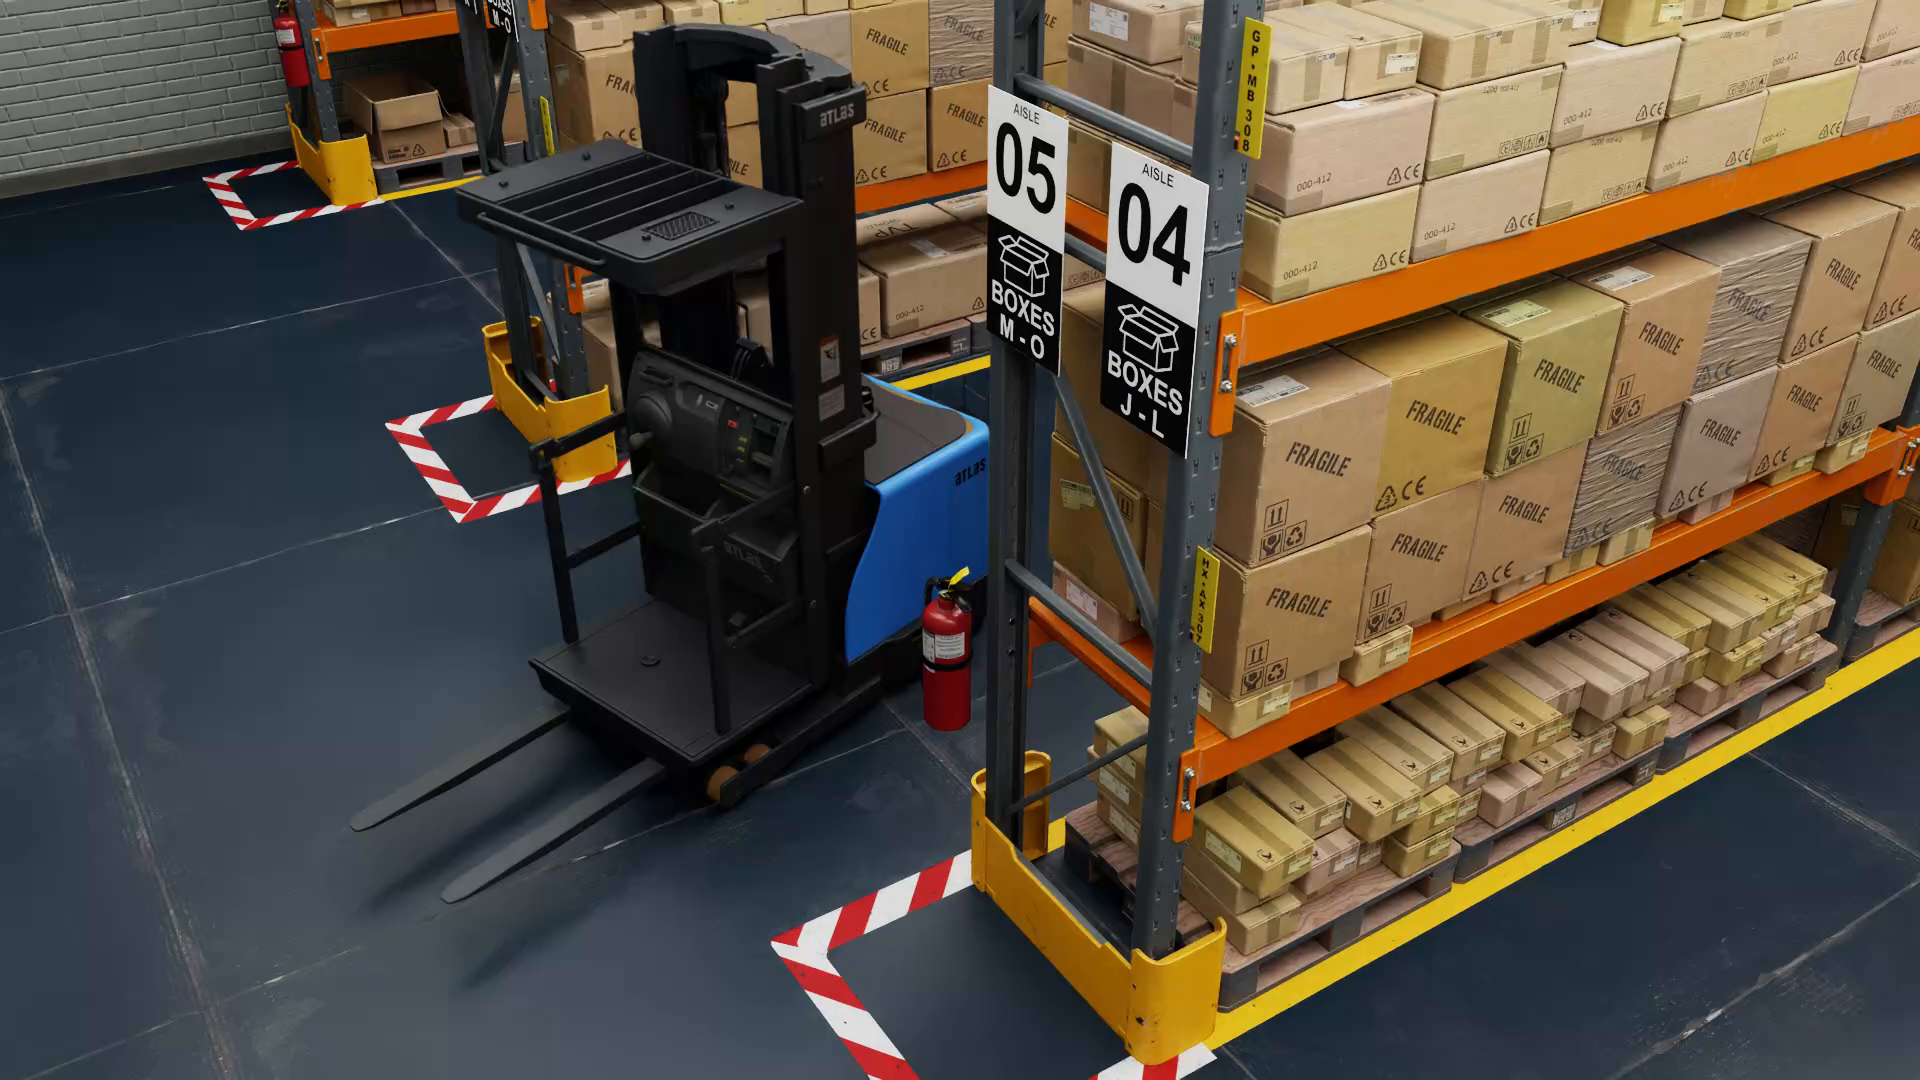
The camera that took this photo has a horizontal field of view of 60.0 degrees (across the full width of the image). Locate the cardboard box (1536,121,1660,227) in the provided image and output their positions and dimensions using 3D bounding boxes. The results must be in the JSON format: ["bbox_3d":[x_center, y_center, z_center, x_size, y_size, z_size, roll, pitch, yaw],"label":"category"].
[{"bbox_3d":[1.803,-1.227,5.213,0.500,0.250,0.500,-20,37,-29],"label":"cardboard box"}]

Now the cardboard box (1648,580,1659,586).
[{"bbox_3d":[2.951,0.205,7.612,0.250,0.149,0.380,-19,37,-28],"label":"cardboard box"}]

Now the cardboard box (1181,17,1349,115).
[{"bbox_3d":[0.812,-1.279,4.452,0.250,0.149,0.380,-19,37,-28],"label":"cardboard box"}]

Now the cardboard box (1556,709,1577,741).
[{"bbox_3d":[2.298,0.684,6.853,0.250,0.149,0.380,-17,36,-25],"label":"cardboard box"}]

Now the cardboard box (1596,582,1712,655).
[{"bbox_3d":[2.961,0.345,7.113,0.250,0.149,0.380,-18,36,-26],"label":"cardboard box"}]

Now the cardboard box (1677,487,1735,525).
[{"bbox_3d":[2.808,-0.235,6.547,0.250,0.149,0.380,-21,38,-29],"label":"cardboard box"}]

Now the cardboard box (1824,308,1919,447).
[{"bbox_3d":[3.524,-0.760,6.770,0.500,0.500,0.500,-19,37,-27],"label":"cardboard box"}]

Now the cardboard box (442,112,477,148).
[{"bbox_3d":[-4.100,-3.329,13.494,0.250,0.149,0.380,-21,38,-29],"label":"cardboard box"}]

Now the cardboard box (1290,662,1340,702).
[{"bbox_3d":[1.057,0.366,5.594,0.250,0.149,0.380,-18,36,-26],"label":"cardboard box"}]

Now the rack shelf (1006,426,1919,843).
[{"bbox_3d":[2.097,0.024,6.574,4.000,0.370,1.077,-19,37,-27],"label":"rack shelf"}]

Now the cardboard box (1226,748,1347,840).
[{"bbox_3d":[1.207,0.942,6.166,0.250,0.149,0.380,-18,37,-26],"label":"cardboard box"}]

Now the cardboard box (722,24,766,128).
[{"bbox_3d":[-1.363,-2.521,8.904,0.500,0.500,0.500,-20,37,-29],"label":"cardboard box"}]

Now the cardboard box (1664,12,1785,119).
[{"bbox_3d":[2.219,-1.568,5.285,0.500,0.250,0.500,-20,38,-29],"label":"cardboard box"}]

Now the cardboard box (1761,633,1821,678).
[{"bbox_3d":[3.633,0.436,7.526,0.250,0.149,0.380,-18,37,-27],"label":"cardboard box"}]

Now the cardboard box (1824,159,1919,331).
[{"bbox_3d":[3.529,-1.192,6.518,0.500,0.500,0.500,-20,38,-29],"label":"cardboard box"}]

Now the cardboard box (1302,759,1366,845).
[{"bbox_3d":[1.414,1.000,6.353,0.250,0.149,0.380,-18,37,-27],"label":"cardboard box"}]

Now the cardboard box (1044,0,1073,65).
[{"bbox_3d":[0.333,-3.111,9.839,0.500,0.500,0.500,-20,37,-28],"label":"cardboard box"}]

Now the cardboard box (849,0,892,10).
[{"bbox_3d":[-0.576,-3.040,9.119,0.250,0.149,0.380,-20,37,-28],"label":"cardboard box"}]

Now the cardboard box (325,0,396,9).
[{"bbox_3d":[-4.516,-4.190,12.442,0.500,0.250,0.500,-19,37,-27],"label":"cardboard box"}]

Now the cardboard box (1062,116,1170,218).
[{"bbox_3d":[0.655,-1.157,5.102,0.500,0.250,0.500,-20,37,-28],"label":"cardboard box"}]

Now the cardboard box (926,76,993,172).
[{"bbox_3d":[-0.084,-2.539,9.870,0.500,0.500,0.500,-20,37,-28],"label":"cardboard box"}]

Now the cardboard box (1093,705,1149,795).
[{"bbox_3d":[0.724,0.808,6.378,0.250,0.149,0.380,-19,37,-27],"label":"cardboard box"}]

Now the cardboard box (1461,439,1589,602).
[{"bbox_3d":[1.798,-0.178,5.848,0.500,0.500,0.500,-18,37,-27],"label":"cardboard box"}]

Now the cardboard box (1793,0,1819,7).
[{"bbox_3d":[2.590,-1.845,5.350,0.250,0.149,0.380,-19,37,-28],"label":"cardboard box"}]

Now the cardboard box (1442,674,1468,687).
[{"bbox_3d":[2.050,0.635,7.211,0.250,0.149,0.380,-18,36,-26],"label":"cardboard box"}]

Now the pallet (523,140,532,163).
[{"bbox_3d":[-3.286,-3.541,14.166,1.213,0.211,1.003,-19,37,-27],"label":"pallet"}]

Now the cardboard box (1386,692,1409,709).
[{"bbox_3d":[1.794,0.548,7.070,0.250,0.149,0.380,-17,36,-25],"label":"cardboard box"}]

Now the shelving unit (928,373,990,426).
[{"bbox_3d":[-0.007,-0.378,8.506,0.210,0.900,0.258,-19,37,-27],"label":"shelving unit"}]

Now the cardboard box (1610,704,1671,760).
[{"bbox_3d":[2.763,0.735,7.051,0.250,0.149,0.380,-19,37,-27],"label":"cardboard box"}]

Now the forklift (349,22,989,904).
[{"bbox_3d":[-1.173,-0.427,6.679,1.130,2.935,3.031,24,40,33],"label":"forklift"}]

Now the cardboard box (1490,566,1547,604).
[{"bbox_3d":[1.920,0.049,6.096,0.250,0.149,0.380,-20,37,-28],"label":"cardboard box"}]

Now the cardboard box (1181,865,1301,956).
[{"bbox_3d":[1.030,1.318,6.127,0.250,0.149,0.380,-18,37,-26],"label":"cardboard box"}]

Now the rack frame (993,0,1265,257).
[{"bbox_3d":[0.416,-2.239,3.865,0.127,3.000,1.000,-19,37,-27],"label":"rack frame"}]

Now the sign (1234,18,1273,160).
[{"bbox_3d":[0.710,-1.097,4.047,0.005,0.325,0.100,-19,37,-27],"label":"sign"}]

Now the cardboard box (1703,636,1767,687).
[{"bbox_3d":[3.249,0.447,7.230,0.250,0.149,0.380,-20,38,-29],"label":"cardboard box"}]

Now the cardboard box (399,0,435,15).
[{"bbox_3d":[-4.228,-4.169,12.783,0.250,0.149,0.380,-19,37,-28],"label":"cardboard box"}]

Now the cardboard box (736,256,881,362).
[{"bbox_3d":[-1.086,-1.490,10.309,0.875,0.438,0.875,-18,36,-26],"label":"cardboard box"}]

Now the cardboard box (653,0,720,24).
[{"bbox_3d":[-1.440,-2.742,8.646,0.250,0.149,0.380,-18,36,-26],"label":"cardboard box"}]

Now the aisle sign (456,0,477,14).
[{"bbox_3d":[-2.579,-3.110,8.432,0.004,0.787,0.394,-19,37,-27],"label":"aisle sign"}]

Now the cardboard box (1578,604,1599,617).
[{"bbox_3d":[2.720,0.159,7.407,0.250,0.149,0.380,-20,37,-28],"label":"cardboard box"}]

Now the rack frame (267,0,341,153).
[{"bbox_3d":[-5.043,-4.117,12.465,0.127,3.000,1.000,-19,37,-27],"label":"rack frame"}]

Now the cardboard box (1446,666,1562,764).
[{"bbox_3d":[2.136,0.686,6.571,0.250,0.149,0.380,-18,37,-27],"label":"cardboard box"}]

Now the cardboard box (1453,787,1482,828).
[{"bbox_3d":[1.847,0.990,6.648,0.250,0.149,0.380,-19,37,-27],"label":"cardboard box"}]

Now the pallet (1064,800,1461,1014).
[{"bbox_3d":[1.182,1.237,6.592,1.213,0.211,1.003,-19,37,-27],"label":"pallet"}]

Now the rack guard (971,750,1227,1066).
[{"bbox_3d":[0.480,1.333,6.168,0.348,0.500,1.175,-19,37,-27],"label":"rack guard"}]

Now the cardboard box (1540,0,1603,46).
[{"bbox_3d":[1.667,-1.582,4.933,0.250,0.149,0.380,-18,36,-26],"label":"cardboard box"}]

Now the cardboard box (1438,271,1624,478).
[{"bbox_3d":[1.807,-0.593,5.568,0.500,0.500,0.500,-20,37,-28],"label":"cardboard box"}]

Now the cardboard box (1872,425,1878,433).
[{"bbox_3d":[3.665,-0.564,7.069,0.250,0.149,0.380,-19,37,-28],"label":"cardboard box"}]

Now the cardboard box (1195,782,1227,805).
[{"bbox_3d":[0.954,0.869,6.561,0.250,0.149,0.380,-20,37,-28],"label":"cardboard box"}]
